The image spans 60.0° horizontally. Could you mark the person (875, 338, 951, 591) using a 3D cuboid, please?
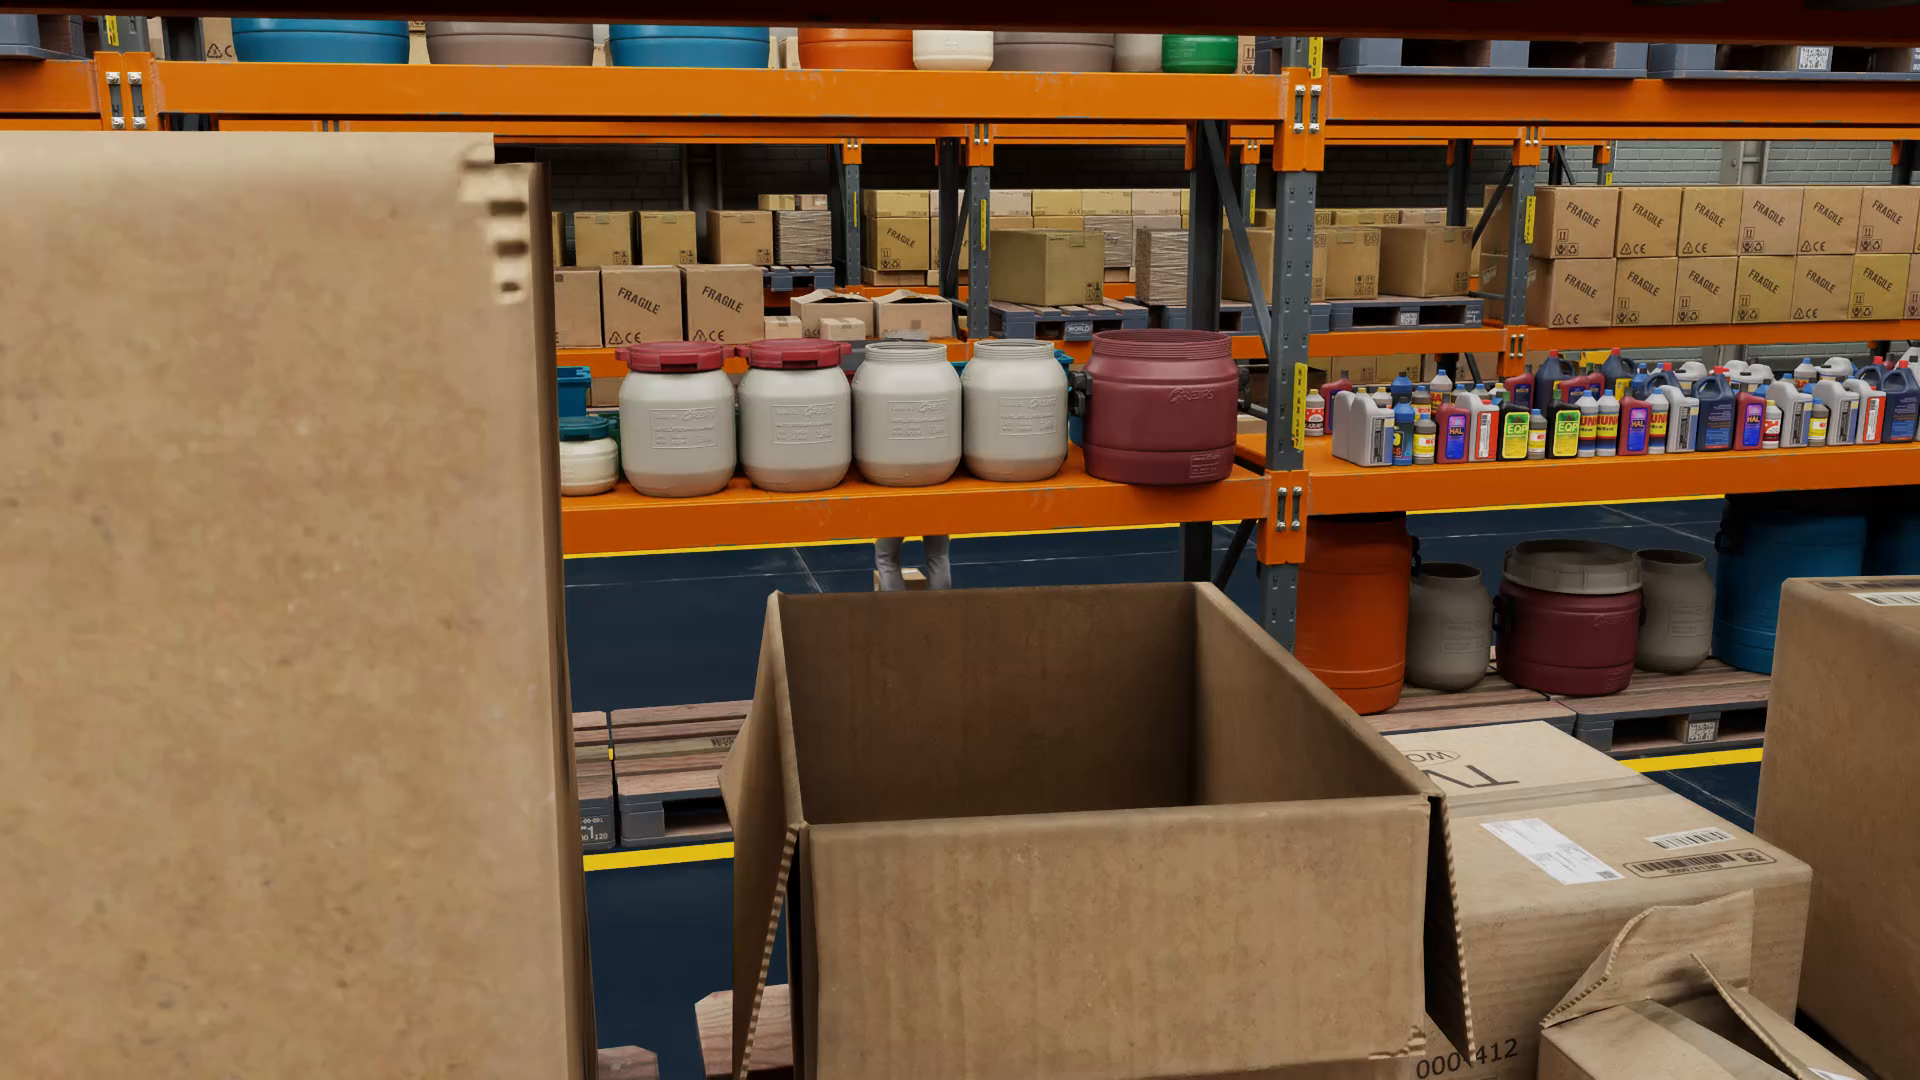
[{"bbox_3d":[-0.264,-0.245,8.686,0.504,1.616,0.465,-3,13,-12],"label":"person"}]
